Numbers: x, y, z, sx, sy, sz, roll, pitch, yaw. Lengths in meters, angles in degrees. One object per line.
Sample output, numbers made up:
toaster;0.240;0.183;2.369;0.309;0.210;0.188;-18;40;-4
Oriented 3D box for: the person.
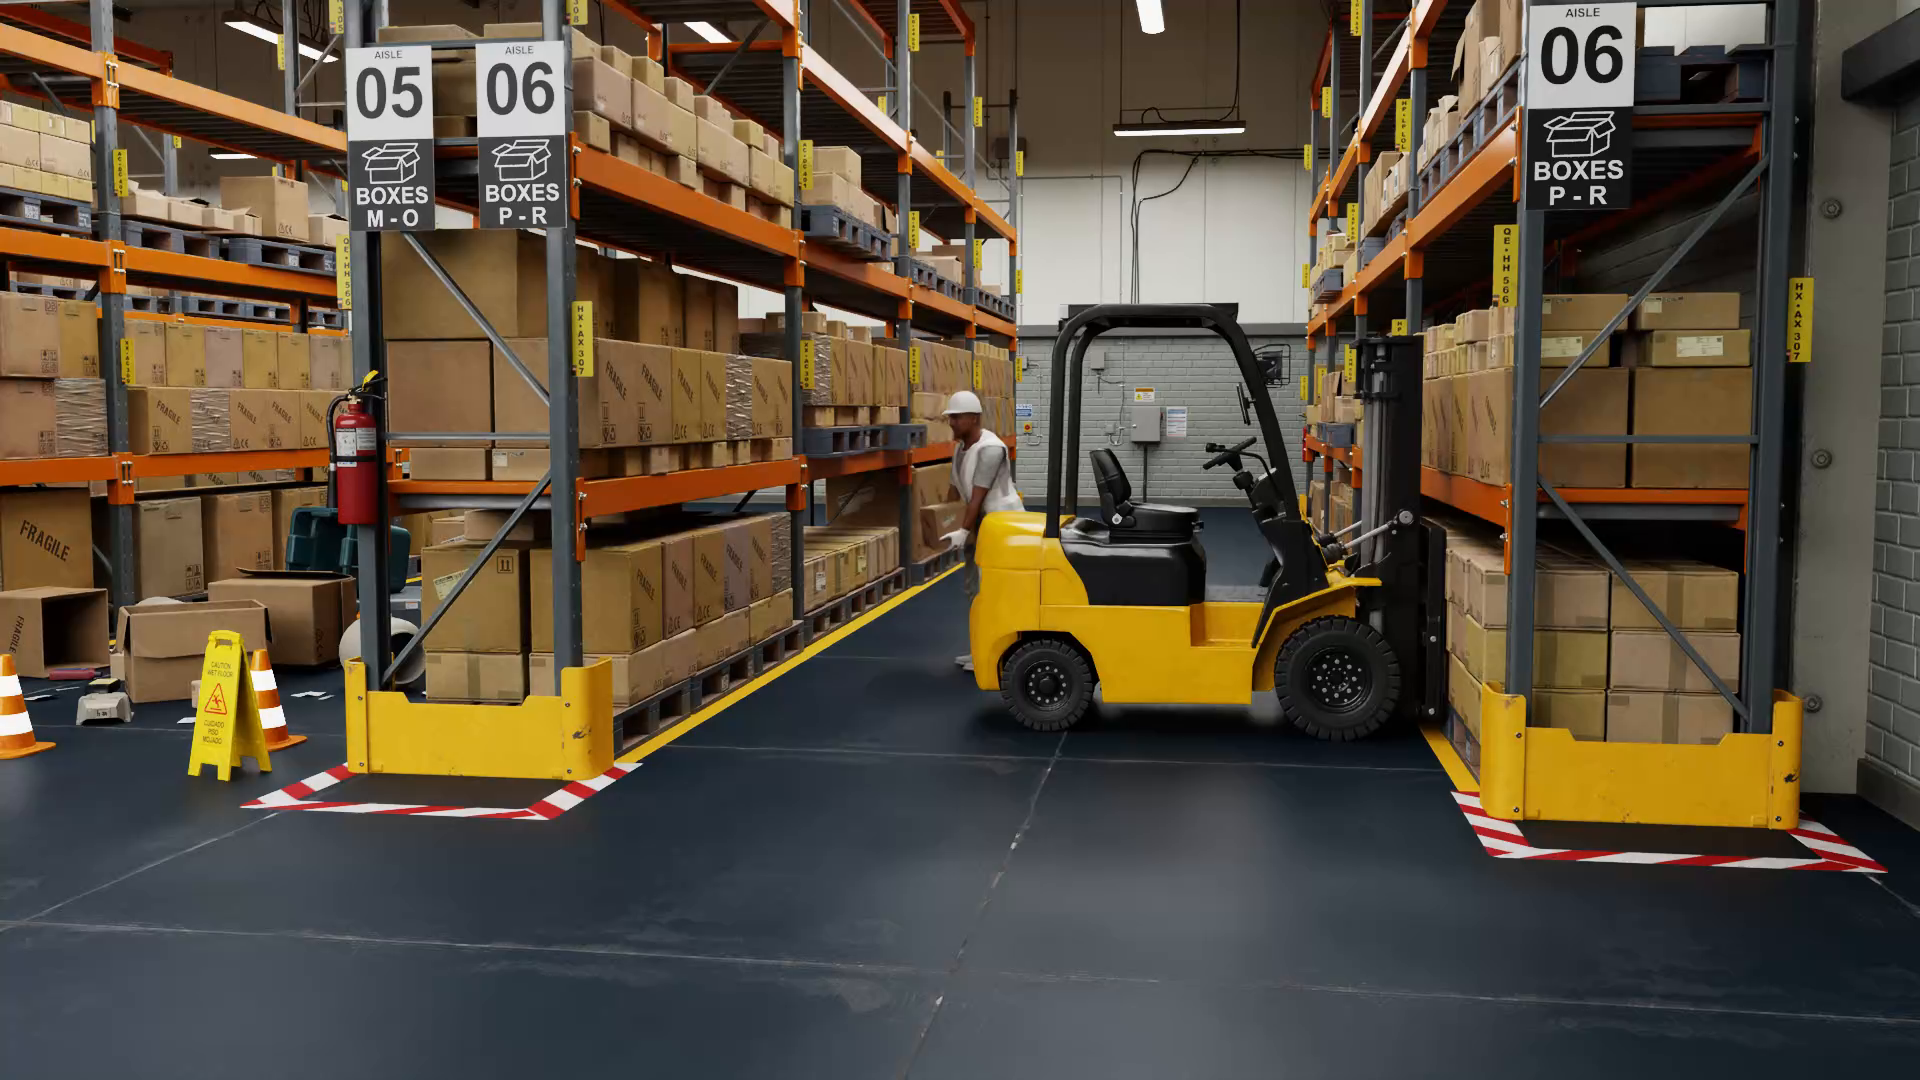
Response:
person;0.106;-0.056;10.419;0.616;1.745;0.484;-2;5;-24
